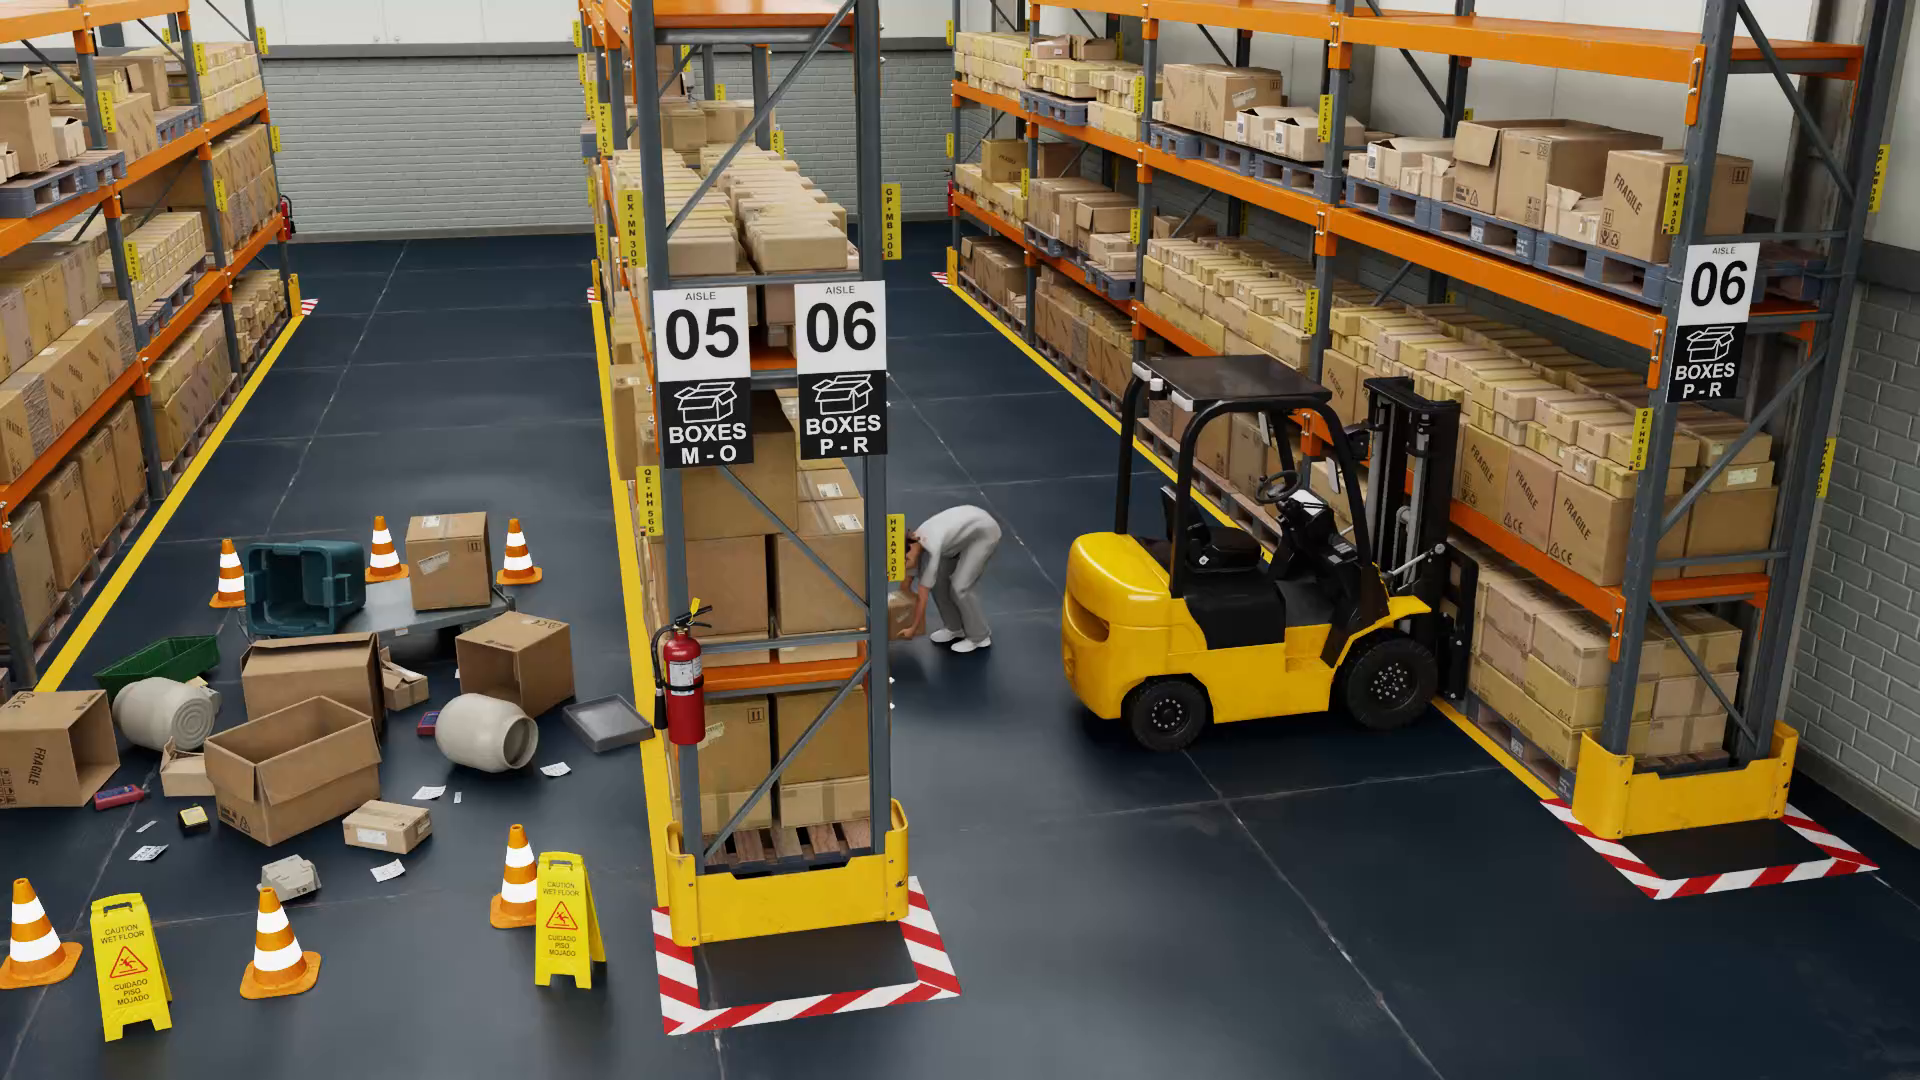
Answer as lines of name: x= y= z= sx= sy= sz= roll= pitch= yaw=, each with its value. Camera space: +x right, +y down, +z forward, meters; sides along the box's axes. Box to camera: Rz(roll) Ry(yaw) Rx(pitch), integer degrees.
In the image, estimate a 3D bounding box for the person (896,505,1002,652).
person: x=-0.133 y=0.284 z=11.321 sx=0.859 sy=0.972 sz=0.450 roll=-10 pitch=22 yaw=-26
